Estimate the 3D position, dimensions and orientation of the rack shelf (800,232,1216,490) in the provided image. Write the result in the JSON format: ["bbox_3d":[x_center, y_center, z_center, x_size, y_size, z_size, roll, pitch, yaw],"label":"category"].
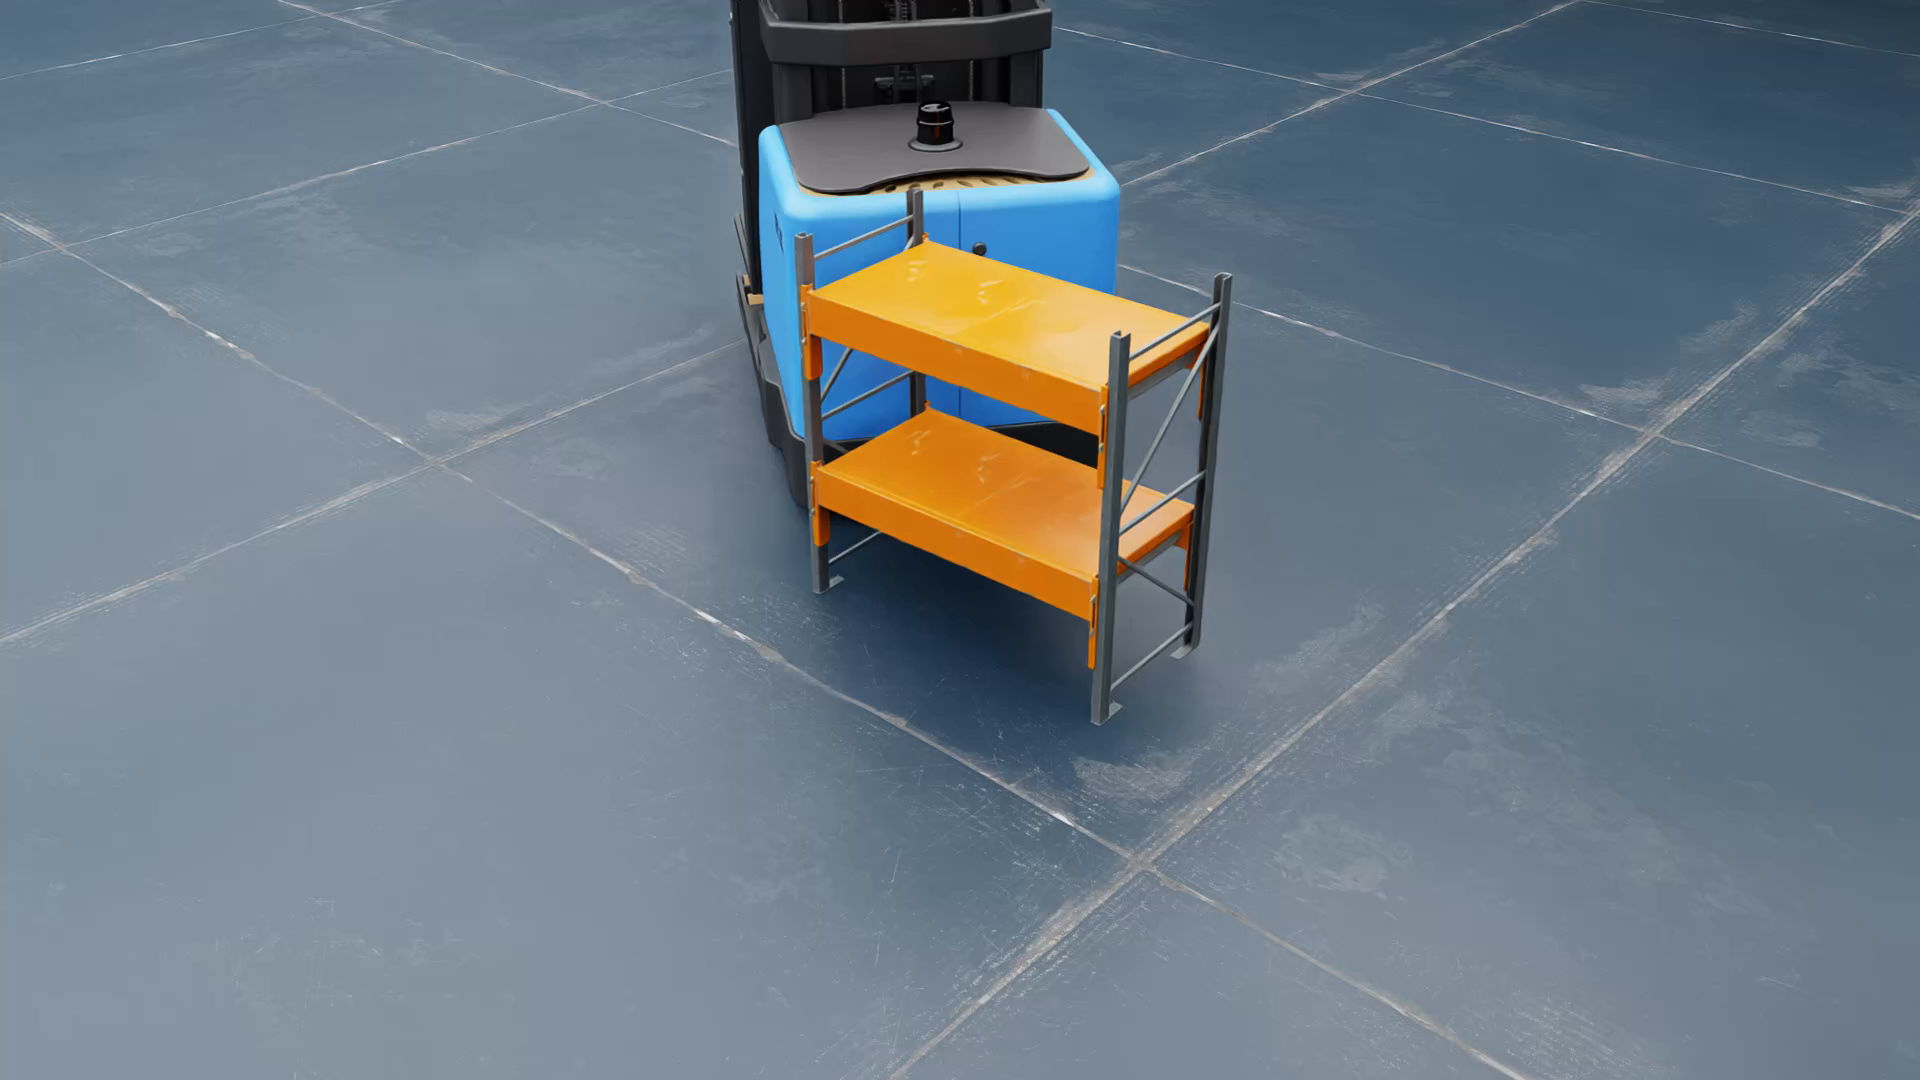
[{"bbox_3d":[0.122,-0.505,4.431,1.000,0.278,0.538,23,38,33],"label":"rack shelf"}]

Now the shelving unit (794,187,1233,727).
[{"bbox_3d":[0.122,-0.254,4.582,1.048,1.125,0.538,23,38,33],"label":"shelving unit"}]

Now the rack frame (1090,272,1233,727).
[{"bbox_3d":[0.517,-0.089,4.307,0.032,1.125,0.500,23,38,33],"label":"rack frame"}]

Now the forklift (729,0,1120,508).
[{"bbox_3d":[-0.296,-2.096,5.890,1.130,2.935,3.031,-6,32,-10],"label":"forklift"}]

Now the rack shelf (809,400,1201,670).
[{"bbox_3d":[0.122,-0.045,4.708,1.000,0.278,0.538,23,38,33],"label":"rack shelf"}]

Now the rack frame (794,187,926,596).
[{"bbox_3d":[-0.272,-0.420,4.856,0.032,1.125,0.500,23,38,33],"label":"rack frame"}]
